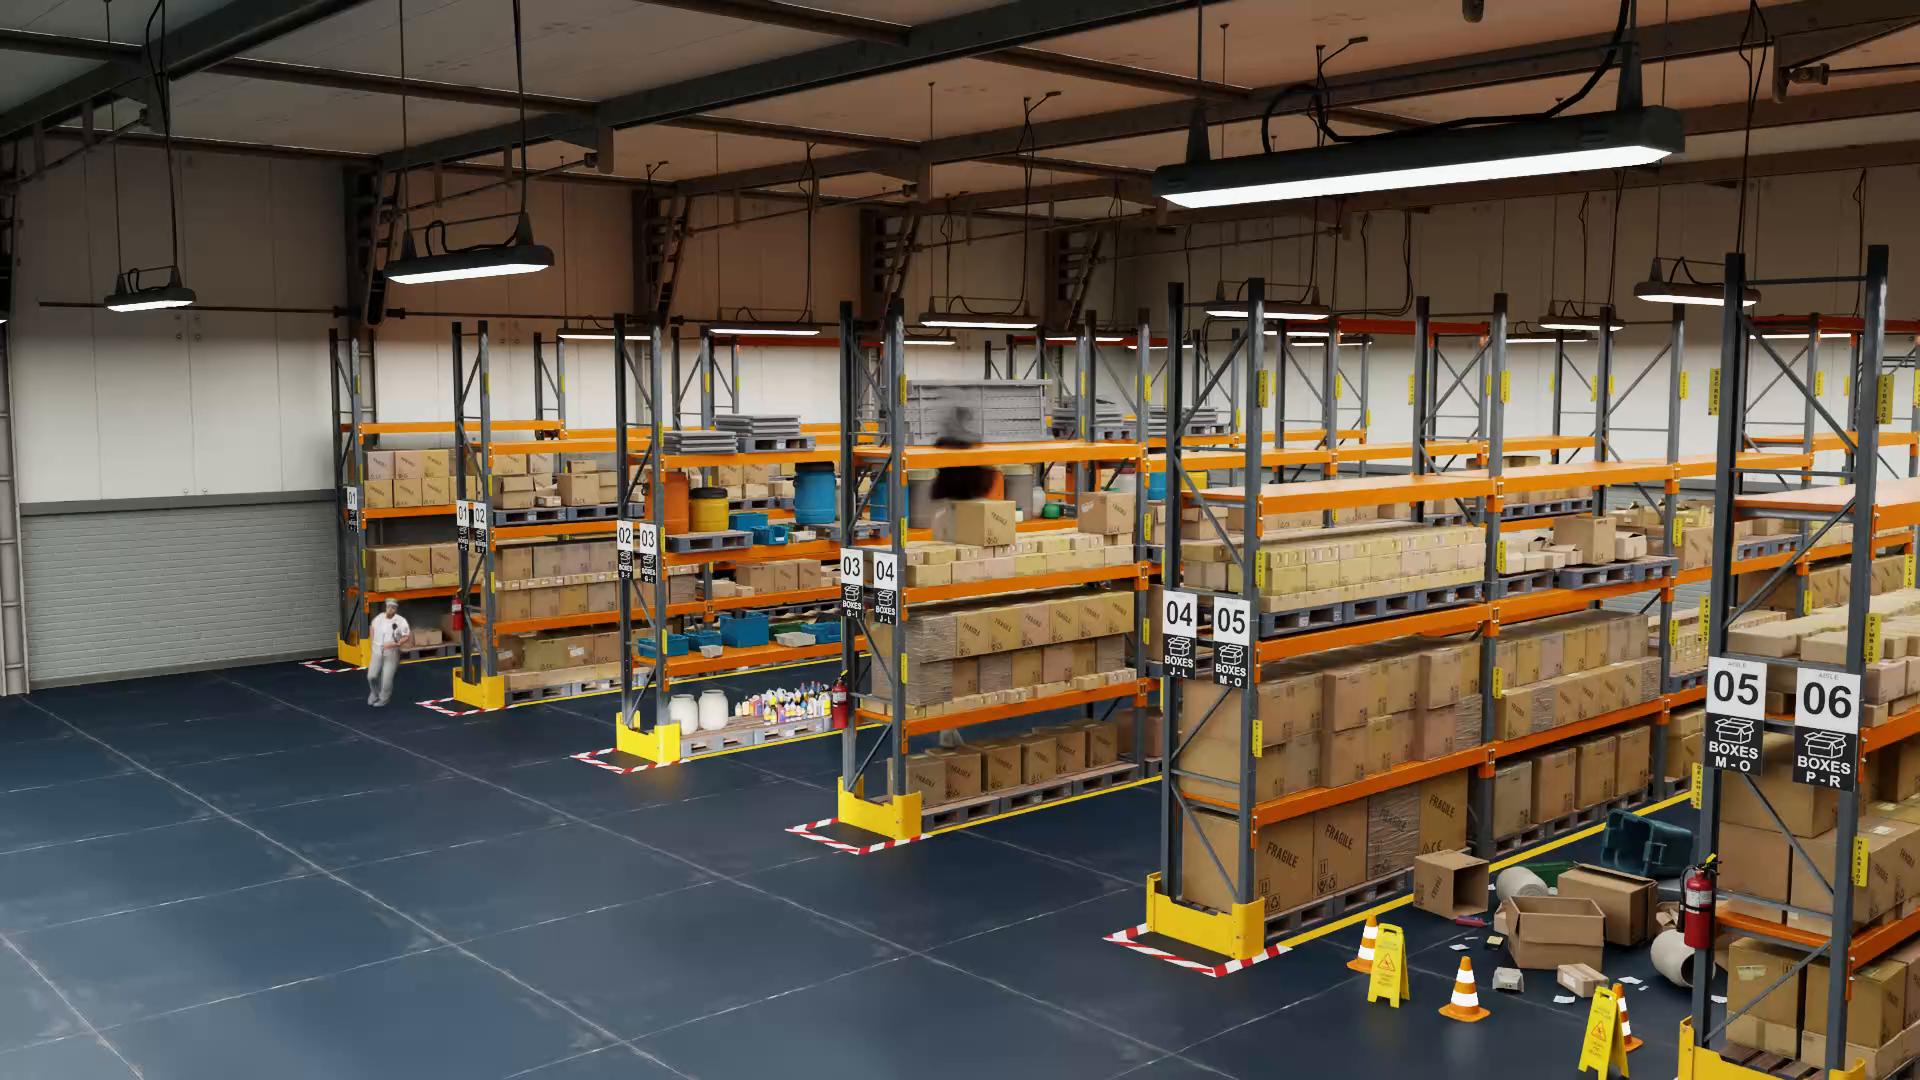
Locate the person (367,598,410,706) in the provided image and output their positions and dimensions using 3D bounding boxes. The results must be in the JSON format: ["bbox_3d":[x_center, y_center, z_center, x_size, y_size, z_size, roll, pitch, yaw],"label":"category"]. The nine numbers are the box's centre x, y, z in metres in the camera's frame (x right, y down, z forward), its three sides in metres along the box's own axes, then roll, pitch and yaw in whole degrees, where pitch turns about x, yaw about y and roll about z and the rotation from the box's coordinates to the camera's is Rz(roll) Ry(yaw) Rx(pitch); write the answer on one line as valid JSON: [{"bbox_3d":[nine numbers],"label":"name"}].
[{"bbox_3d":[-8.911,1.747,25.868,0.713,1.725,0.604,0,6,-3],"label":"person"}]

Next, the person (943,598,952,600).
[{"bbox_3d":[-0.192,1.394,29.454,0.667,1.736,0.779,5,8,41],"label":"person"}]

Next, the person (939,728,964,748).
[{"bbox_3d":[-0.134,2.201,21.788,0.587,1.723,0.762,5,8,43],"label":"person"}]
